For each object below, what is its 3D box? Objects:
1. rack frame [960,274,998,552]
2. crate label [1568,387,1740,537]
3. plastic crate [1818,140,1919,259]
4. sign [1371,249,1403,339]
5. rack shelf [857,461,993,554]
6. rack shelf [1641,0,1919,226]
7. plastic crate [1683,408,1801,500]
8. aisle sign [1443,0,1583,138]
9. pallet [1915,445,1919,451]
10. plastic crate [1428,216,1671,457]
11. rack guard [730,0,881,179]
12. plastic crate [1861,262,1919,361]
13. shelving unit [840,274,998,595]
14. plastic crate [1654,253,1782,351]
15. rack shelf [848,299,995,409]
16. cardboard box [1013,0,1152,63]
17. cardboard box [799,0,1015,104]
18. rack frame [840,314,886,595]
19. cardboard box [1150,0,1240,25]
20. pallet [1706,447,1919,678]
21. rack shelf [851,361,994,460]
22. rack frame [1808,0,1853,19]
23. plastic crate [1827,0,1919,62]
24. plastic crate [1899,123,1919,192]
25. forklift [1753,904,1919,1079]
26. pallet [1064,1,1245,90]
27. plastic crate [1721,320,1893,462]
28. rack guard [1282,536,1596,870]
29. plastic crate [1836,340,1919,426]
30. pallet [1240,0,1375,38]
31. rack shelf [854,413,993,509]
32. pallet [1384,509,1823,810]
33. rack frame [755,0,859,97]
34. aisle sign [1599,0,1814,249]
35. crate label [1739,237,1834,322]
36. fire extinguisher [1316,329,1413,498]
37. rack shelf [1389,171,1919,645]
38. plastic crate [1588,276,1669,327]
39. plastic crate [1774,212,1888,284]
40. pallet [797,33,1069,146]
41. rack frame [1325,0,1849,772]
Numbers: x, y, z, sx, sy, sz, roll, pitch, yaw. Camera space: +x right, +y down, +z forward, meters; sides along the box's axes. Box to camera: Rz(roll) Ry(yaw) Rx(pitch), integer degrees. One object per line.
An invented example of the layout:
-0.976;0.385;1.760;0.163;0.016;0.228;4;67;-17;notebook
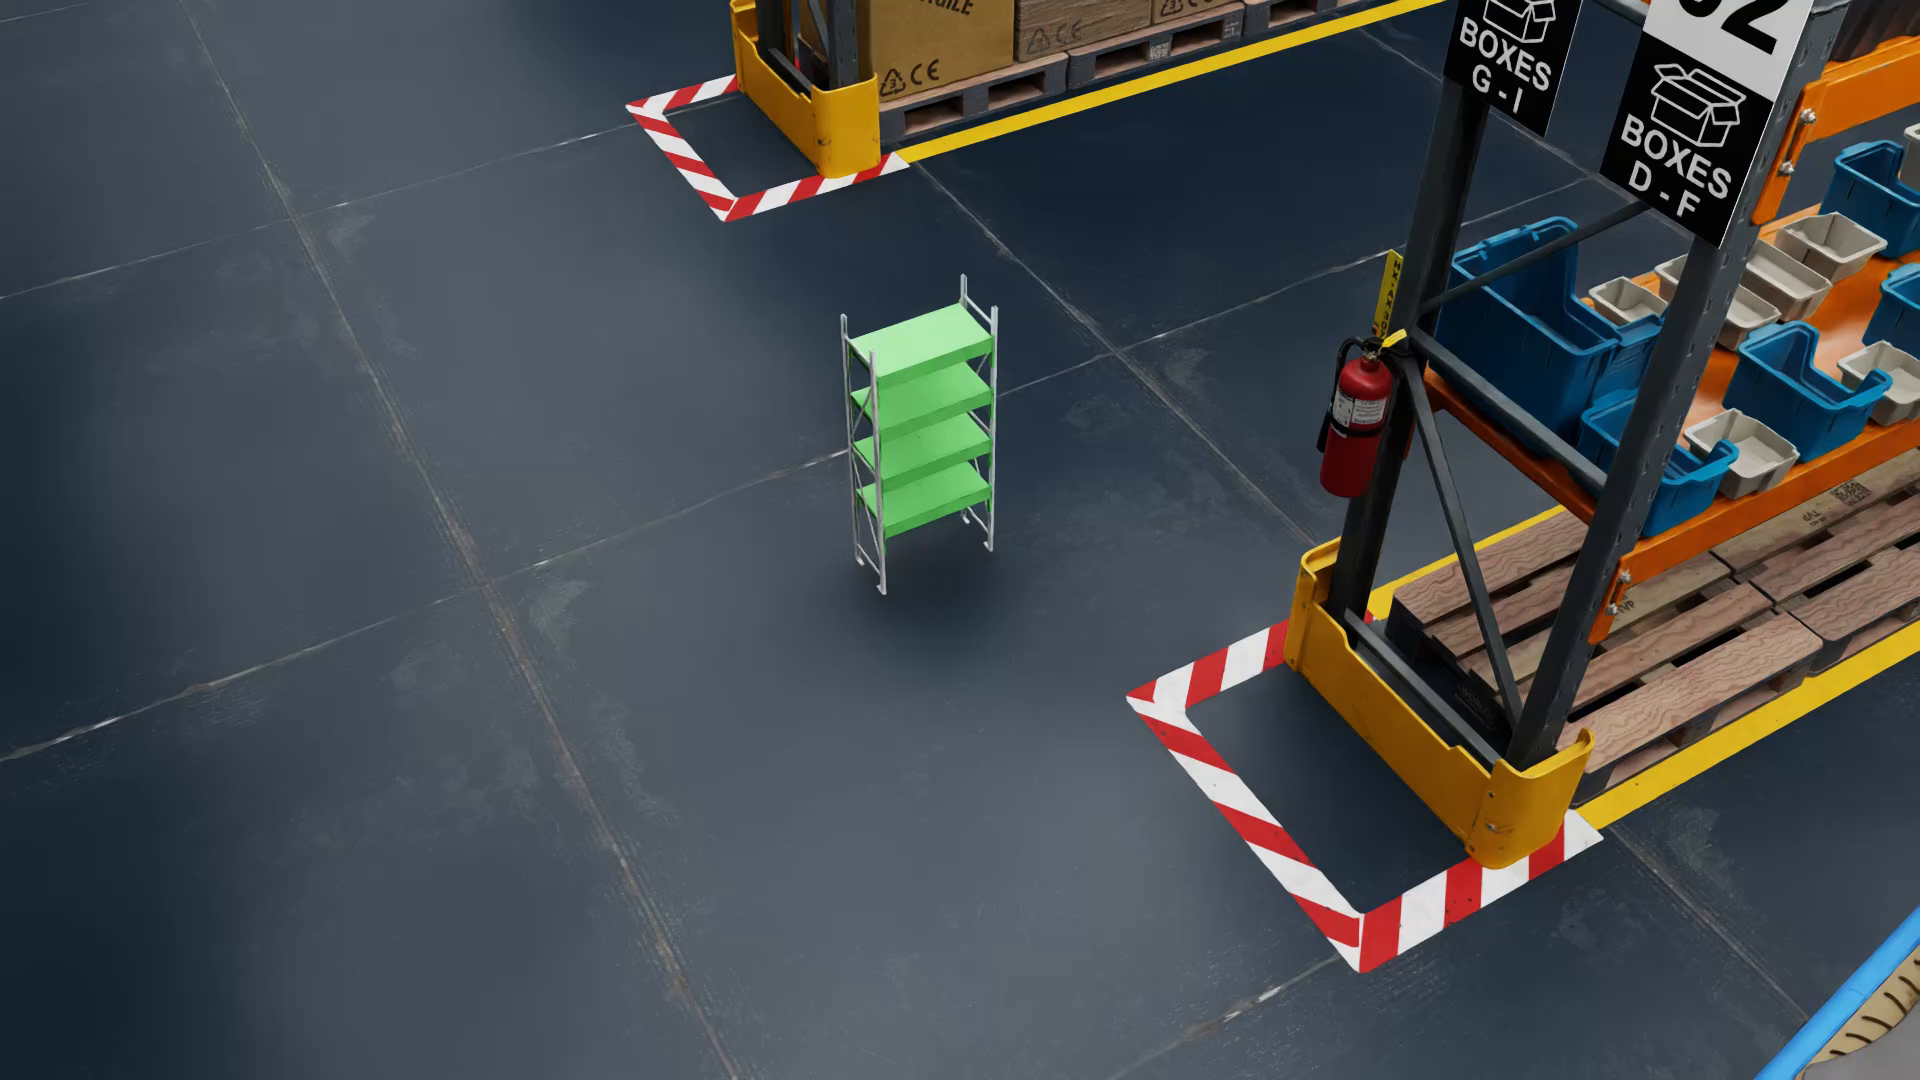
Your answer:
0.068;-0.458;6.360;0.015;1.200;0.240;-22;48;-21;rack frame
2.030;-0.225;4.905;0.303;0.233;0.416;-22;48;-21;crate label
3.305;-1.206;5.916;0.300;0.233;0.416;-22;48;-21;plastic crate
1.364;-0.762;5.264;0.005;0.325;0.100;-22;48;-21;sign
-0.144;-0.155;6.485;0.480;0.148;0.258;-22;48;-21;rack shelf
3.386;-1.889;4.905;4.000;0.370;1.077;-22;48;-21;rack shelf
2.349;-0.252;5.002;0.298;0.136;0.250;-22;48;-21;plastic crate
1.444;-1.462;4.236;0.004;0.787;0.394;-22;48;-21;aisle sign
4.502;-0.485;7.099;1.213;0.211;1.003;-22;48;-21;pallet
1.849;-0.640;5.187;0.499;0.435;0.616;-22;48;-21;plastic crate
-0.836;-2.462;8.928;0.348;0.500;1.175;-22;48;-21;rack guard
3.172;-0.682;5.376;0.300;0.233;0.416;-22;48;-21;plastic crate
-0.144;-0.373;6.273;0.503;1.200;0.258;-22;48;-21;shelving unit
2.527;-0.788;5.554;0.243;0.136;0.396;-22;48;-21;plastic crate
-0.144;-0.672;5.983;0.480;0.148;0.258;-22;48;-21;rack shelf
0.489;-3.342;9.264;0.875;0.875;0.875;-22;48;-21;cardboard box
-0.300;-3.026;8.939;0.875;0.875;0.875;-22;48;-21;cardboard box
-0.355;-0.288;6.186;0.015;1.200;0.240;-22;48;-21;rack frame
1.260;-3.651;9.582;0.875;0.875;0.875;-22;48;-21;cardboard box
3.443;-0.059;6.659;1.213;0.211;1.003;-22;48;-21;pallet
-0.144;-0.500;6.150;0.480;0.148;0.258;-22;48;-21;rack shelf
1.652;-2.530;2.895;0.127;3.000;1.000;-22;48;-21;rack frame
2.125;-1.372;3.949;0.590;0.269;0.497;-22;48;-21;plastic crate
3.705;-1.325;6.004;0.530;0.282;0.437;-22;48;-21;plastic crate
3.124;1.615;2.982;1.130;2.935;3.031;-30;51;-27;forklift
0.895;-3.112;9.805;1.213;0.211;1.003;-22;48;-21;pallet
2.601;-0.453;5.141;0.300;0.233;0.416;-22;48;-21;plastic crate
1.638;0.536;5.838;0.348;0.500;1.175;-22;48;-21;rack guard
2.938;-0.487;5.244;0.298;0.136;0.250;-22;48;-21;plastic crate
1.955;-3.538;10.244;1.213;0.211;1.003;-22;48;-21;pallet
-0.144;-0.327;6.317;0.480;0.148;0.258;-22;48;-21;rack shelf
2.386;0.361;6.226;1.213;0.211;1.003;-22;48;-21;pallet
-0.815;-3.368;8.066;0.127;3.000;1.000;-22;48;-21;rack frame
1.738;-1.105;3.868;0.004;0.787;0.394;-22;48;-21;aisle sign
2.757;-0.899;5.669;0.243;0.136;0.396;-22;48;-21;crate label
1.295;-0.437;5.370;0.183;0.674;0.296;-22;48;-21;fire extinguisher
3.386;-0.812;5.950;4.000;0.370;1.077;-22;48;-21;rack shelf
2.269;-0.696;5.460;0.243;0.136;0.396;-22;48;-21;plastic crate
3.004;-1.013;5.786;0.250;0.136;0.298;-22;48;-21;plastic crate
-0.161;-2.692;9.372;1.213;0.211;1.003;-22;48;-21;pallet
1.652;-0.377;4.984;0.127;3.000;1.000;-22;48;-21;rack frame
